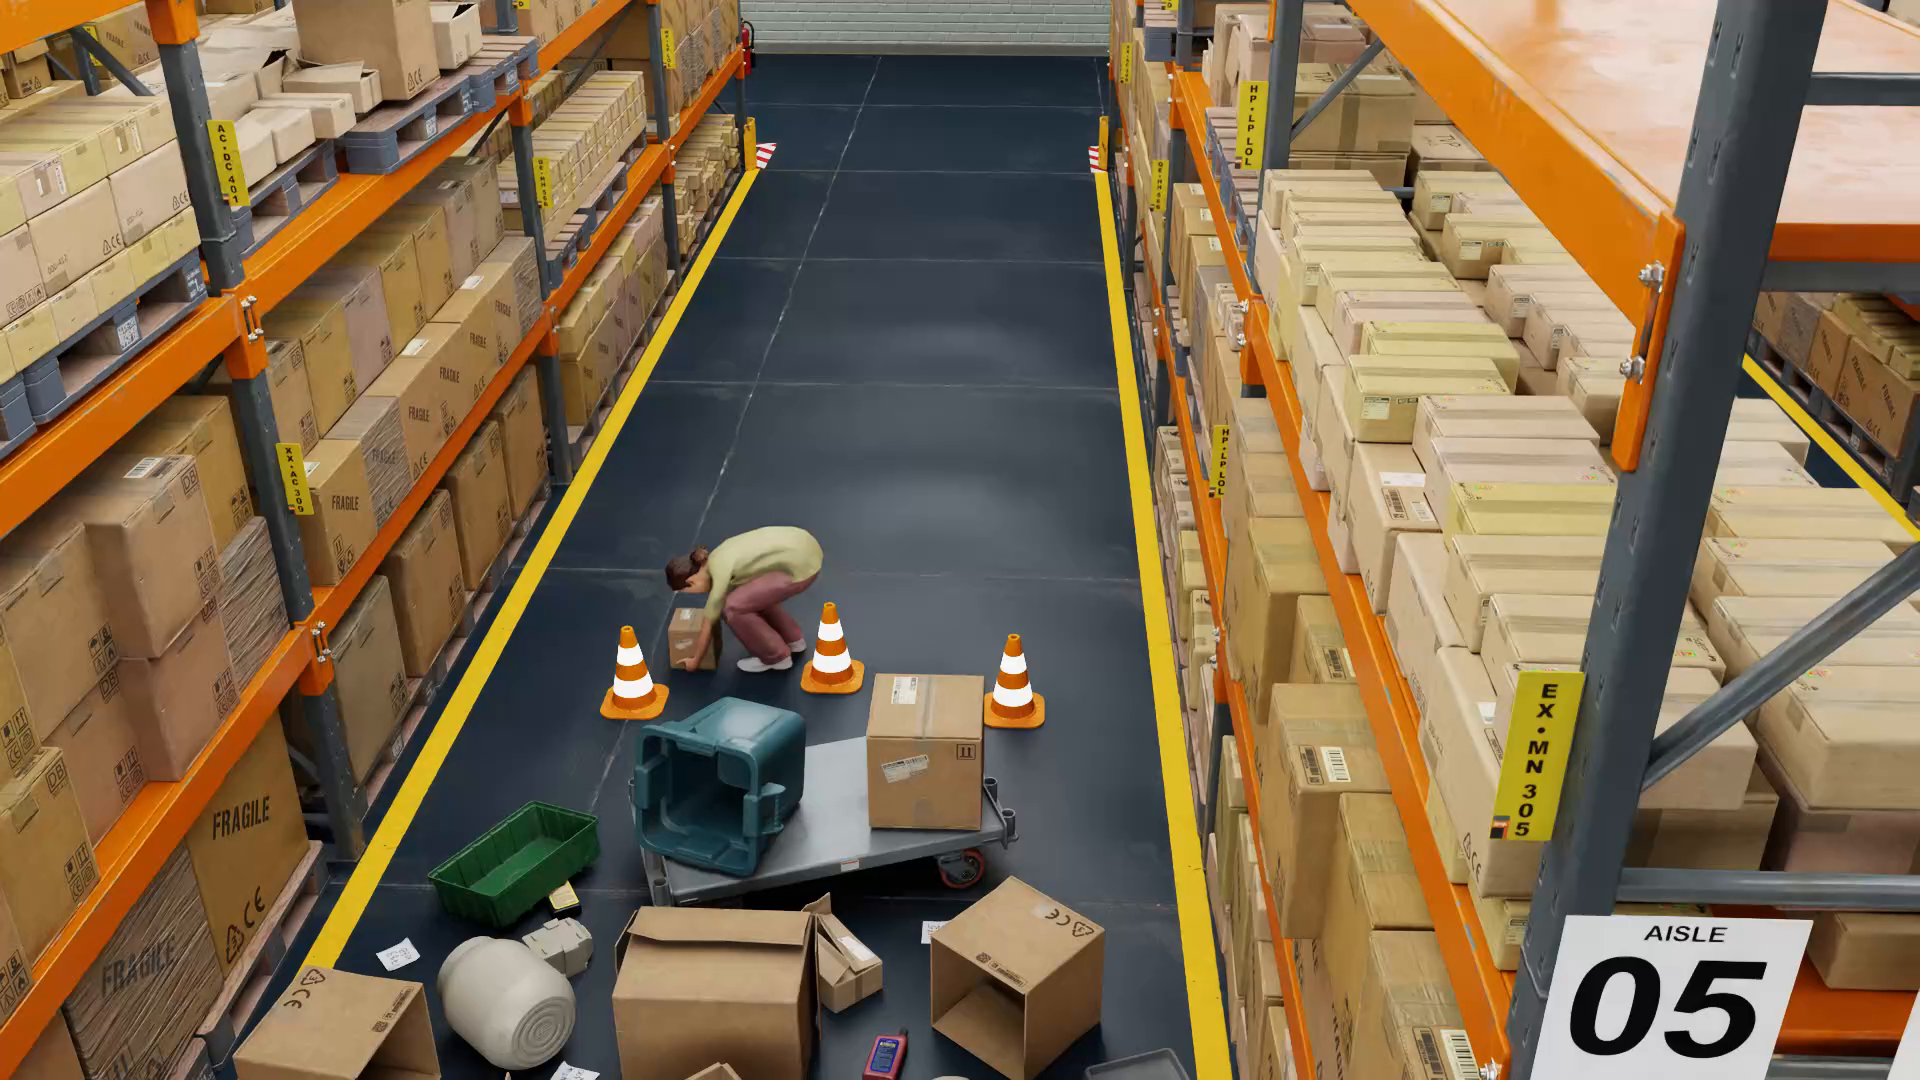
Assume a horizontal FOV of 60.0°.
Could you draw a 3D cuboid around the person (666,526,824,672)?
[{"bbox_3d":[-1.179,0.326,9.186,0.861,0.819,0.463,0,28,0],"label":"person"}]
